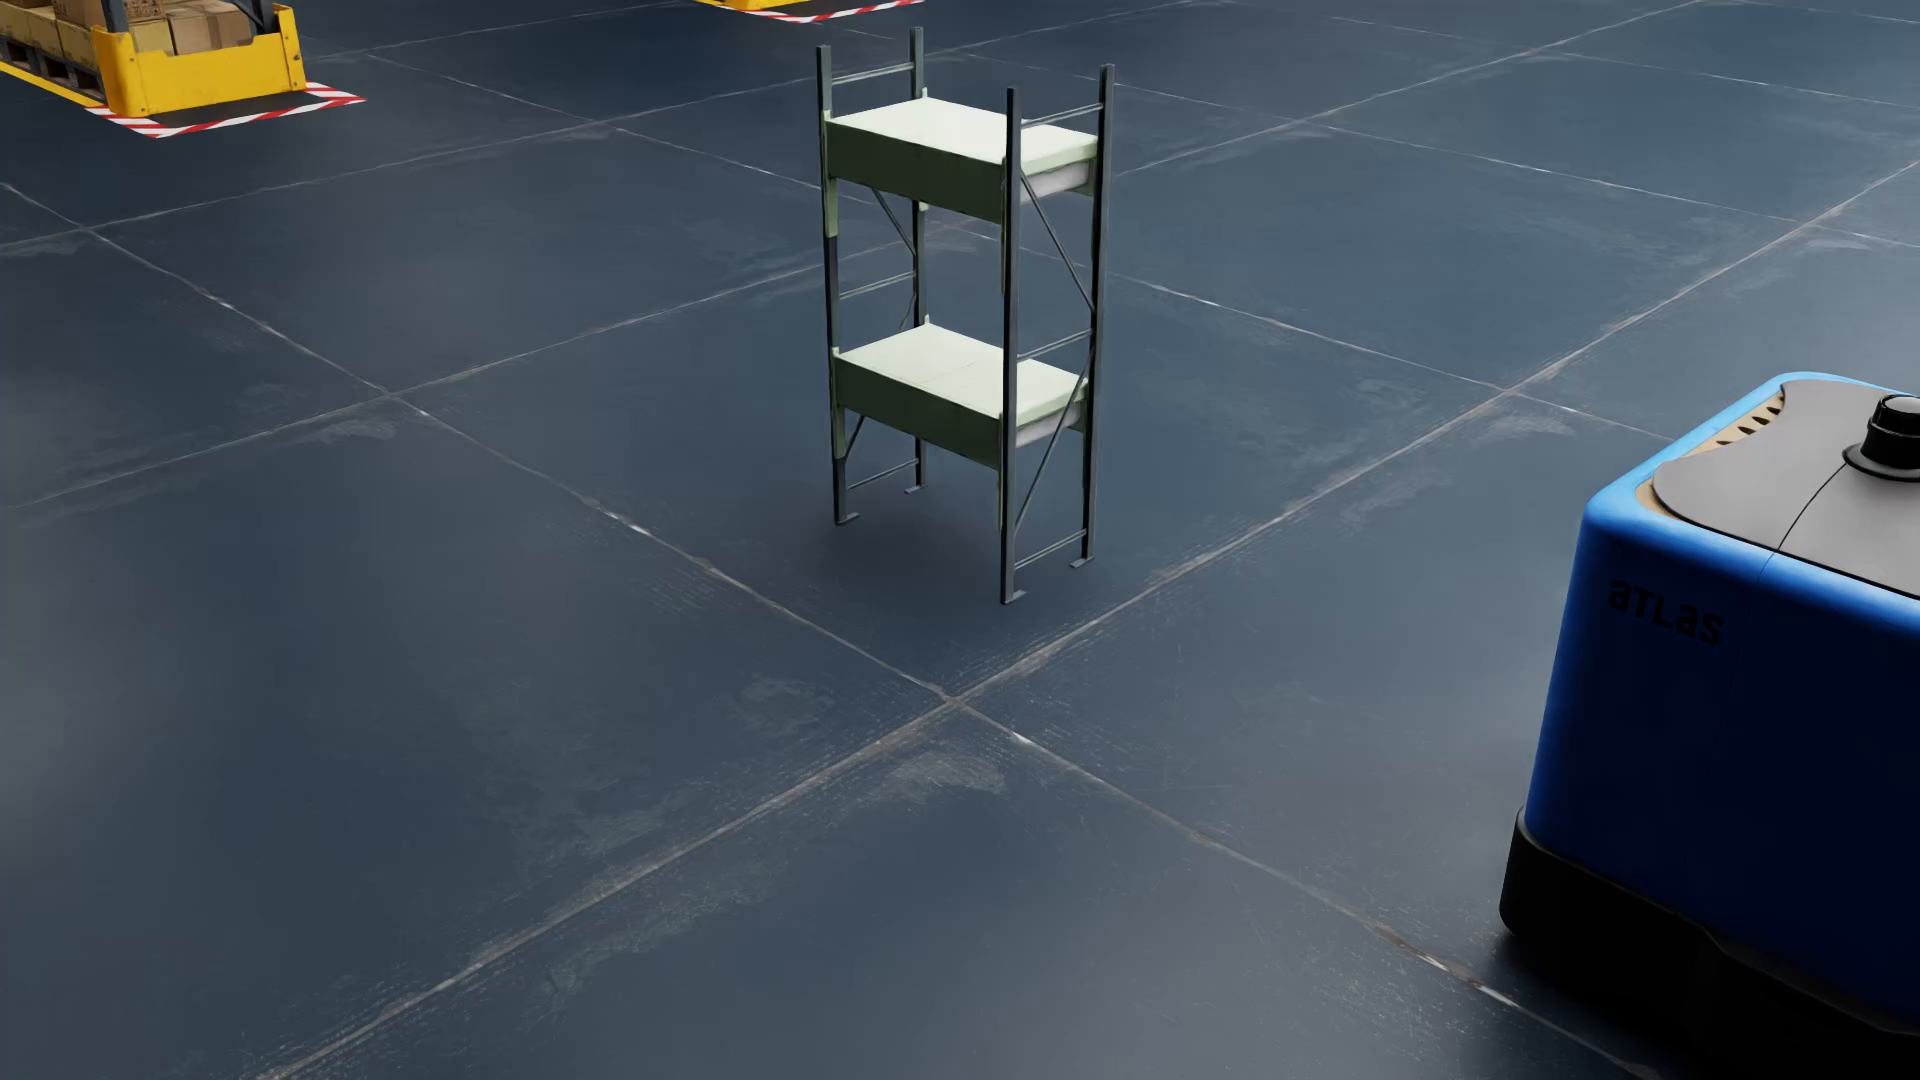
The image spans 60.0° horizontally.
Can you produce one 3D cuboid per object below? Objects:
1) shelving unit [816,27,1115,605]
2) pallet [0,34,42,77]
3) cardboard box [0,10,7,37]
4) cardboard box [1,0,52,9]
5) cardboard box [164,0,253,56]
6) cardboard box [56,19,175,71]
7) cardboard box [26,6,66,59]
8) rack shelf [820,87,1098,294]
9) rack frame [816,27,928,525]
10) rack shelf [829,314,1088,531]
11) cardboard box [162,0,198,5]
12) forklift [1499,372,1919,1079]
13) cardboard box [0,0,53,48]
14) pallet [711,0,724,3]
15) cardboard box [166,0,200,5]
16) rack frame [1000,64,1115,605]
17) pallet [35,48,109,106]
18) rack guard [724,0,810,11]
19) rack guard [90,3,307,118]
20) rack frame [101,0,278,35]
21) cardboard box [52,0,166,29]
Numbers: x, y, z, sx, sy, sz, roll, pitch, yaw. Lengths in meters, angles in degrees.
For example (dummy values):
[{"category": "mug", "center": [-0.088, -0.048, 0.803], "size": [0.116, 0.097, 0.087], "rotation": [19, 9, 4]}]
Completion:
[{"category": "shelving unit", "center": [0.005, -0.662, 4.897], "size": [0.755, 1.500, 0.431], "rotation": [25, 36, 38]}, {"category": "pallet", "center": [-6.235, -3.550, 11.775], "size": [1.213, 0.211, 1.003], "rotation": [25, 36, 38]}, {"category": "cardboard box", "center": [-6.462, -3.682, 11.532], "size": [0.500, 0.250, 0.500], "rotation": [25, 36, 38]}, {"category": "cardboard box", "center": [-6.109, -3.849, 11.045], "size": [0.500, 0.500, 0.500], "rotation": [25, 36, 38]}, {"category": "cardboard box", "center": [-5.021, -3.368, 10.936], "size": [0.500, 0.250, 0.500], "rotation": [25, 36, 38]}, {"category": "cardboard box", "center": [-5.384, -3.196, 10.609], "size": [0.500, 0.250, 0.500], "rotation": [25, 36, 38]}, {"category": "cardboard box", "center": [-5.749, -3.356, 10.912], "size": [0.500, 0.250, 0.500], "rotation": [25, 36, 38]}, {"category": "rack shelf", "center": [0.005, -1.007, 4.715], "size": [0.720, 0.370, 0.431], "rotation": [25, 36, 38]}, {"category": "rack frame", "center": [-0.256, -0.781, 5.124], "size": [0.023, 1.500, 0.400], "rotation": [25, 36, 38]}, {"category": "rack shelf", "center": [0.005, -0.373, 5.049], "size": [0.720, 0.370, 0.431], "rotation": [25, 36, 38]}, {"category": "cardboard box", "center": [-5.379, -3.863, 11.071], "size": [0.500, 0.500, 0.500], "rotation": [25, 36, 38]}, {"category": "forklift", "center": [2.549, -0.094, 2.280], "size": [1.130, 2.935, 3.031], "rotation": [-25, 36, -38]}, {"category": "cardboard box", "center": [-6.107, -3.518, 11.221], "size": [0.500, 0.250, 0.500], "rotation": [25, 36, 38]}, {"category": "pallet", "center": [-1.982, -4.835, 14.219], "size": [1.213, 0.211, 1.003], "rotation": [25, 36, 38]}, {"category": "cardboard box", "center": [-5.380, -3.530, 11.244], "size": [0.500, 0.250, 0.500], "rotation": [25, 36, 38]}, {"category": "rack frame", "center": [0.266, -0.542, 4.670], "size": [0.023, 1.500, 0.400], "rotation": [25, 36, 38]}, {"category": "pallet", "center": [-5.369, -3.152, 11.018], "size": [1.213, 0.211, 1.003], "rotation": [25, 36, 38]}, {"category": "rack guard", "center": [-1.406, -4.696, 13.644], "size": [0.348, 0.500, 1.175], "rotation": [25, 36, 38]}, {"category": "rack guard", "center": [-4.777, -3.036, 10.487], "size": [0.348, 0.500, 1.175], "rotation": [25, 36, 38]}, {"category": "rack frame", "center": [-4.794, -4.151, 9.921], "size": [0.127, 3.000, 1.000], "rotation": [25, 36, 38]}, {"category": "cardboard box", "center": [-5.385, -3.528, 10.433], "size": [0.500, 0.500, 0.500], "rotation": [25, 36, 38]}]
